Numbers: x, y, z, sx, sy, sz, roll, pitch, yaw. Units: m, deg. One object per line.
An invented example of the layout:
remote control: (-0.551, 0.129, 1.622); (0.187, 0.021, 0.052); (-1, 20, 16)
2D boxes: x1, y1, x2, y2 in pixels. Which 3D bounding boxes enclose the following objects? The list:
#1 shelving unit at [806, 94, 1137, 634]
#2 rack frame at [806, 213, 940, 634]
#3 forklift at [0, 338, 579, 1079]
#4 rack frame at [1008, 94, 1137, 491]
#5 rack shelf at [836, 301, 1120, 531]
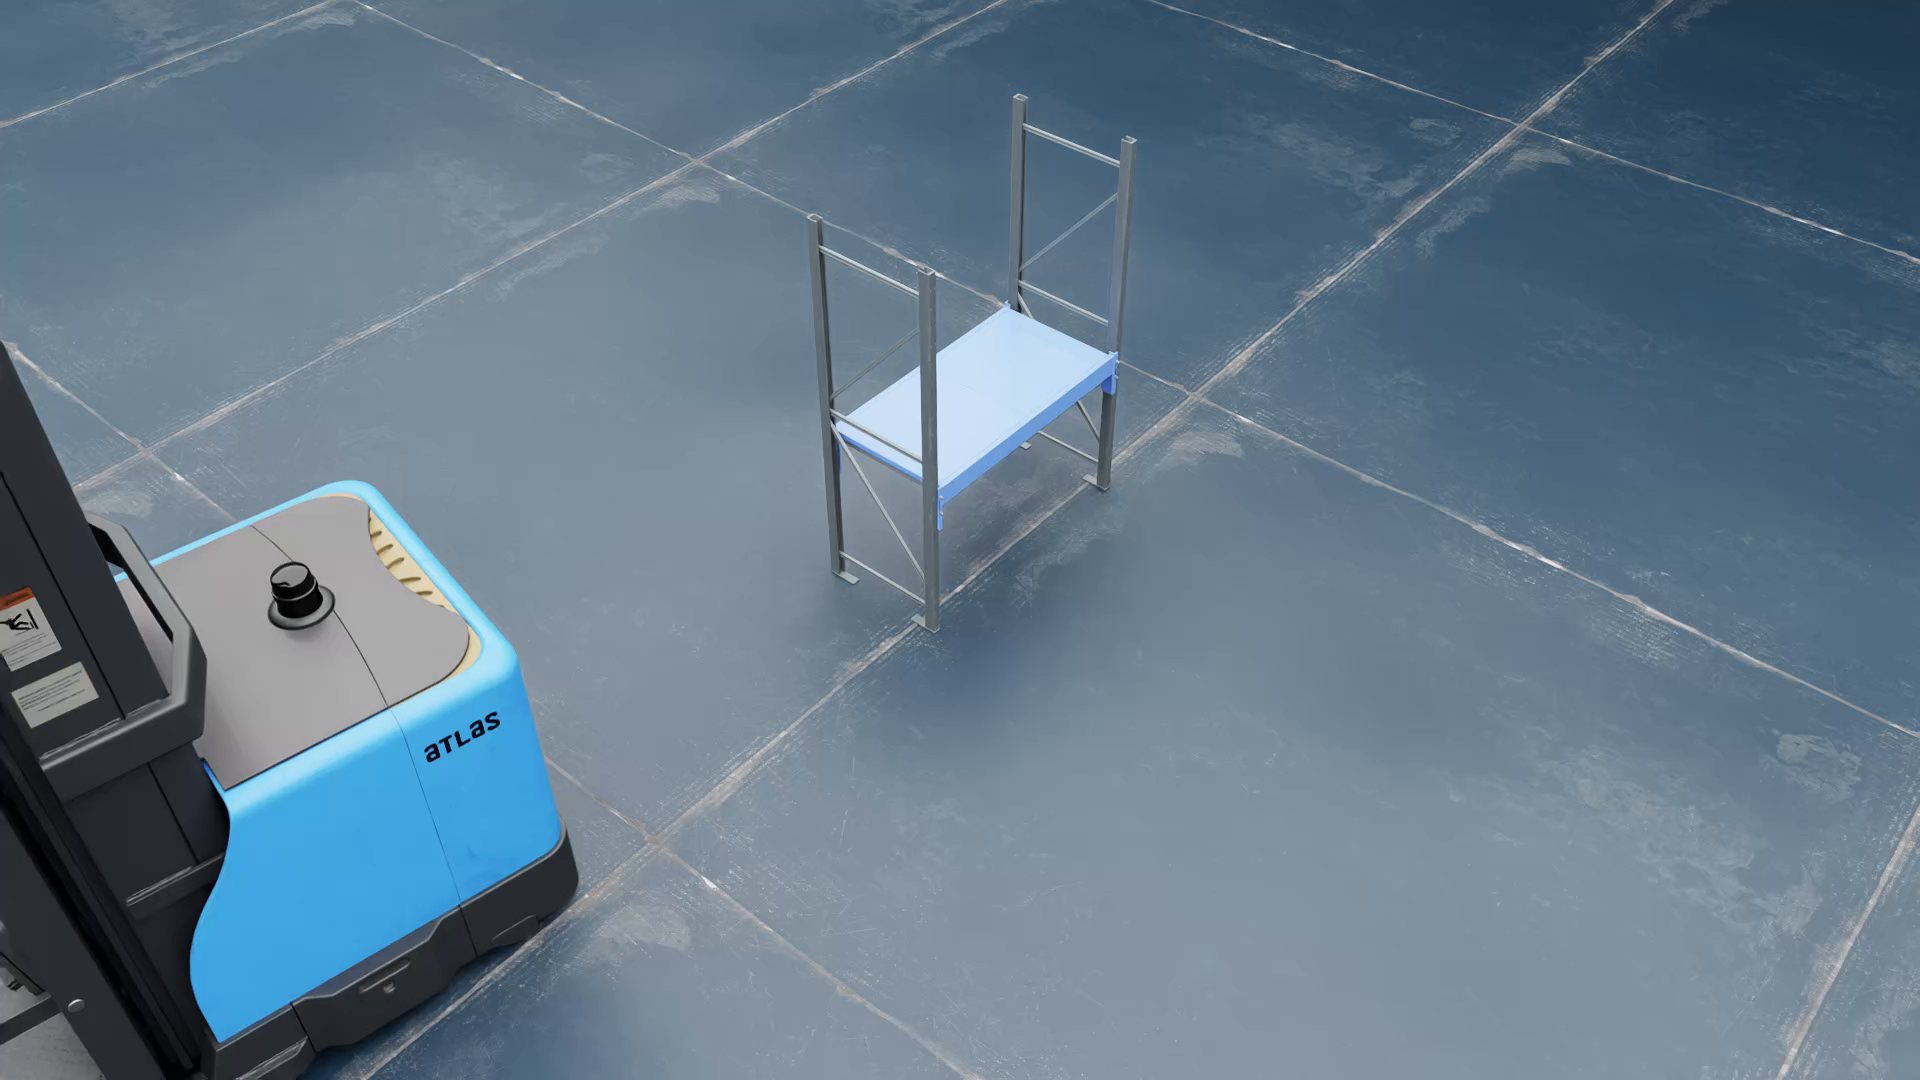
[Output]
shelving unit: (0.055, -0.599, 5.794); (0.538, 1.500, 1.048); (29, 50, 28)
rack frame: (-0.272, -0.337, 5.506); (0.500, 1.500, 0.032); (29, 50, 28)
forklift: (-2.609, 0.388, 3.644); (3.031, 2.935, 1.130); (-29, 50, -28)
rack frame: (0.382, -0.861, 6.082); (0.500, 1.500, 0.032); (29, 50, 28)
rack shelf: (0.055, -0.466, 5.915); (0.538, 0.185, 1.000); (29, 50, 28)
